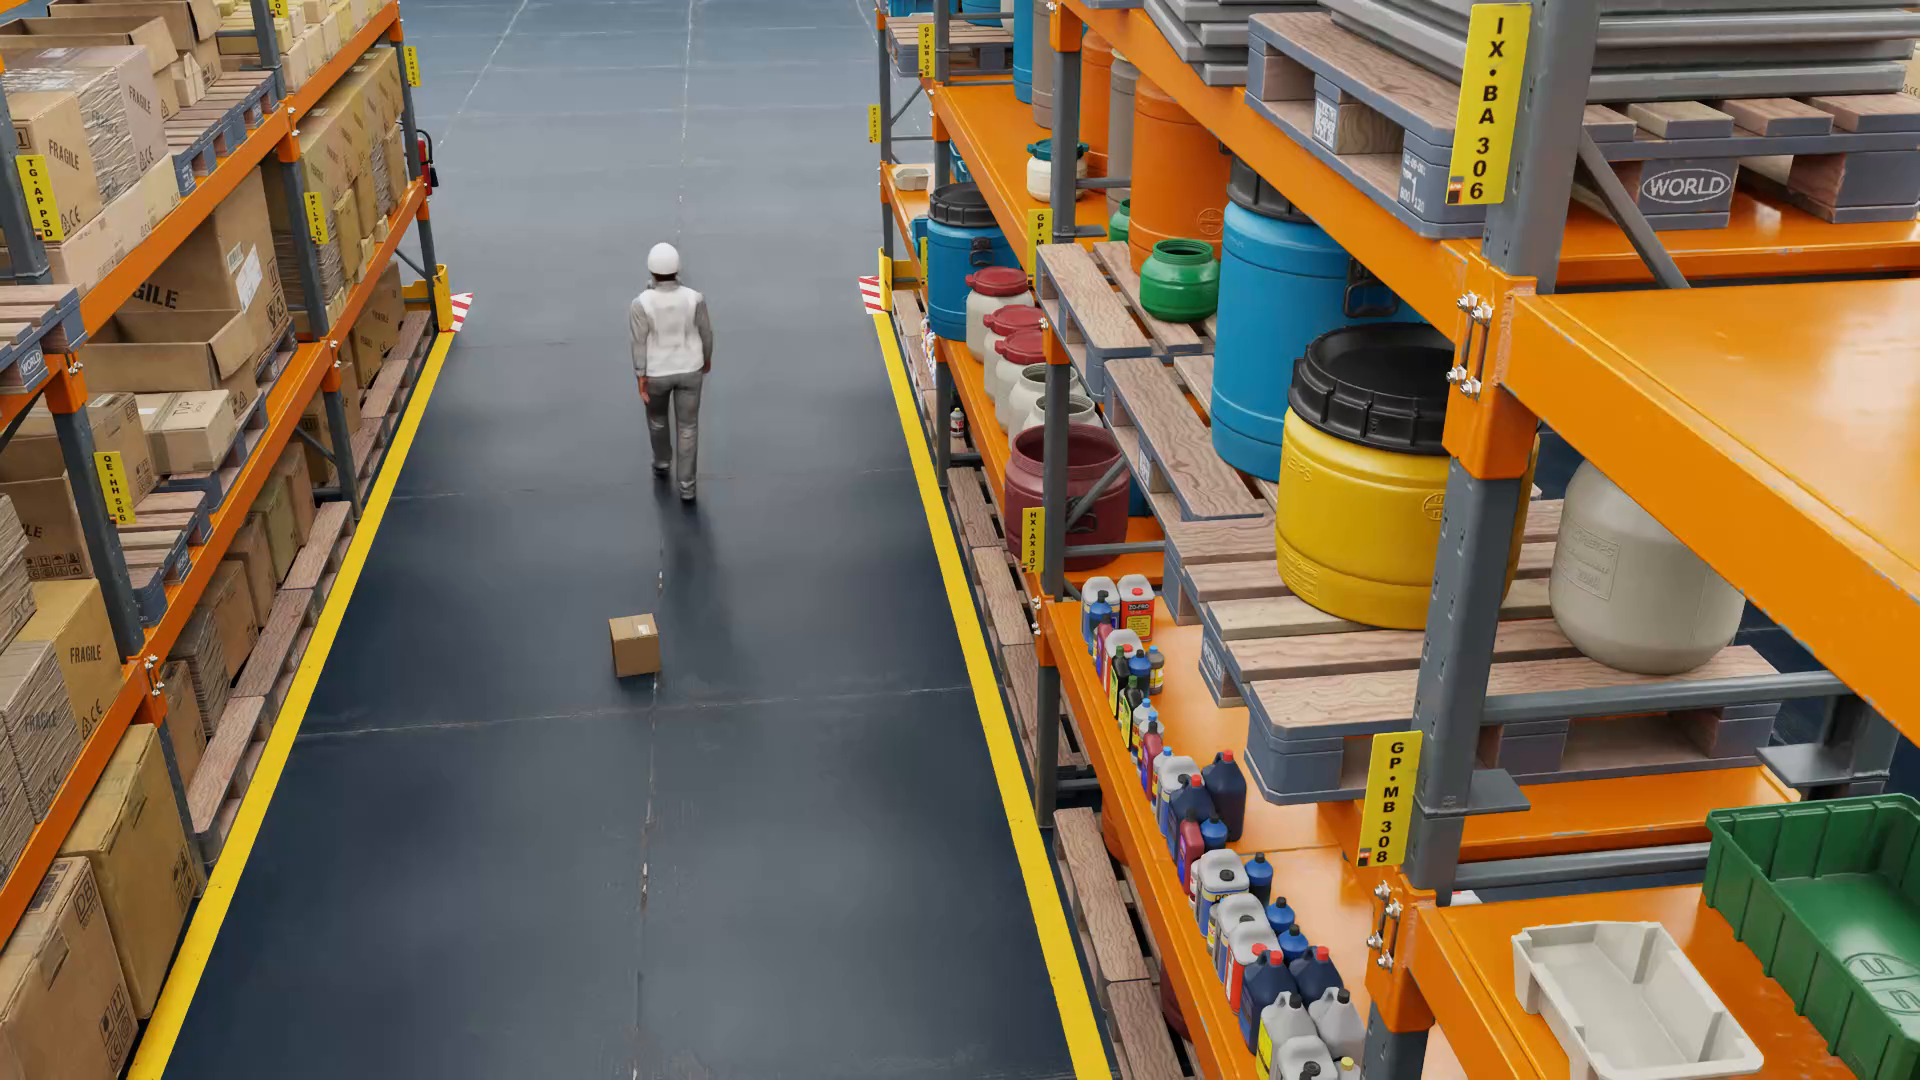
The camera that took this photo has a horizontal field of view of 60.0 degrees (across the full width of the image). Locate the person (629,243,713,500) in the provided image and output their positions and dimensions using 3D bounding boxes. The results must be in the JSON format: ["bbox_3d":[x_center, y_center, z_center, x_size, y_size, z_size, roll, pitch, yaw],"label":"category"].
[{"bbox_3d":[-1.969,-1.194,11.425,0.560,1.781,0.863,-6,28,-12],"label":"person"}]
